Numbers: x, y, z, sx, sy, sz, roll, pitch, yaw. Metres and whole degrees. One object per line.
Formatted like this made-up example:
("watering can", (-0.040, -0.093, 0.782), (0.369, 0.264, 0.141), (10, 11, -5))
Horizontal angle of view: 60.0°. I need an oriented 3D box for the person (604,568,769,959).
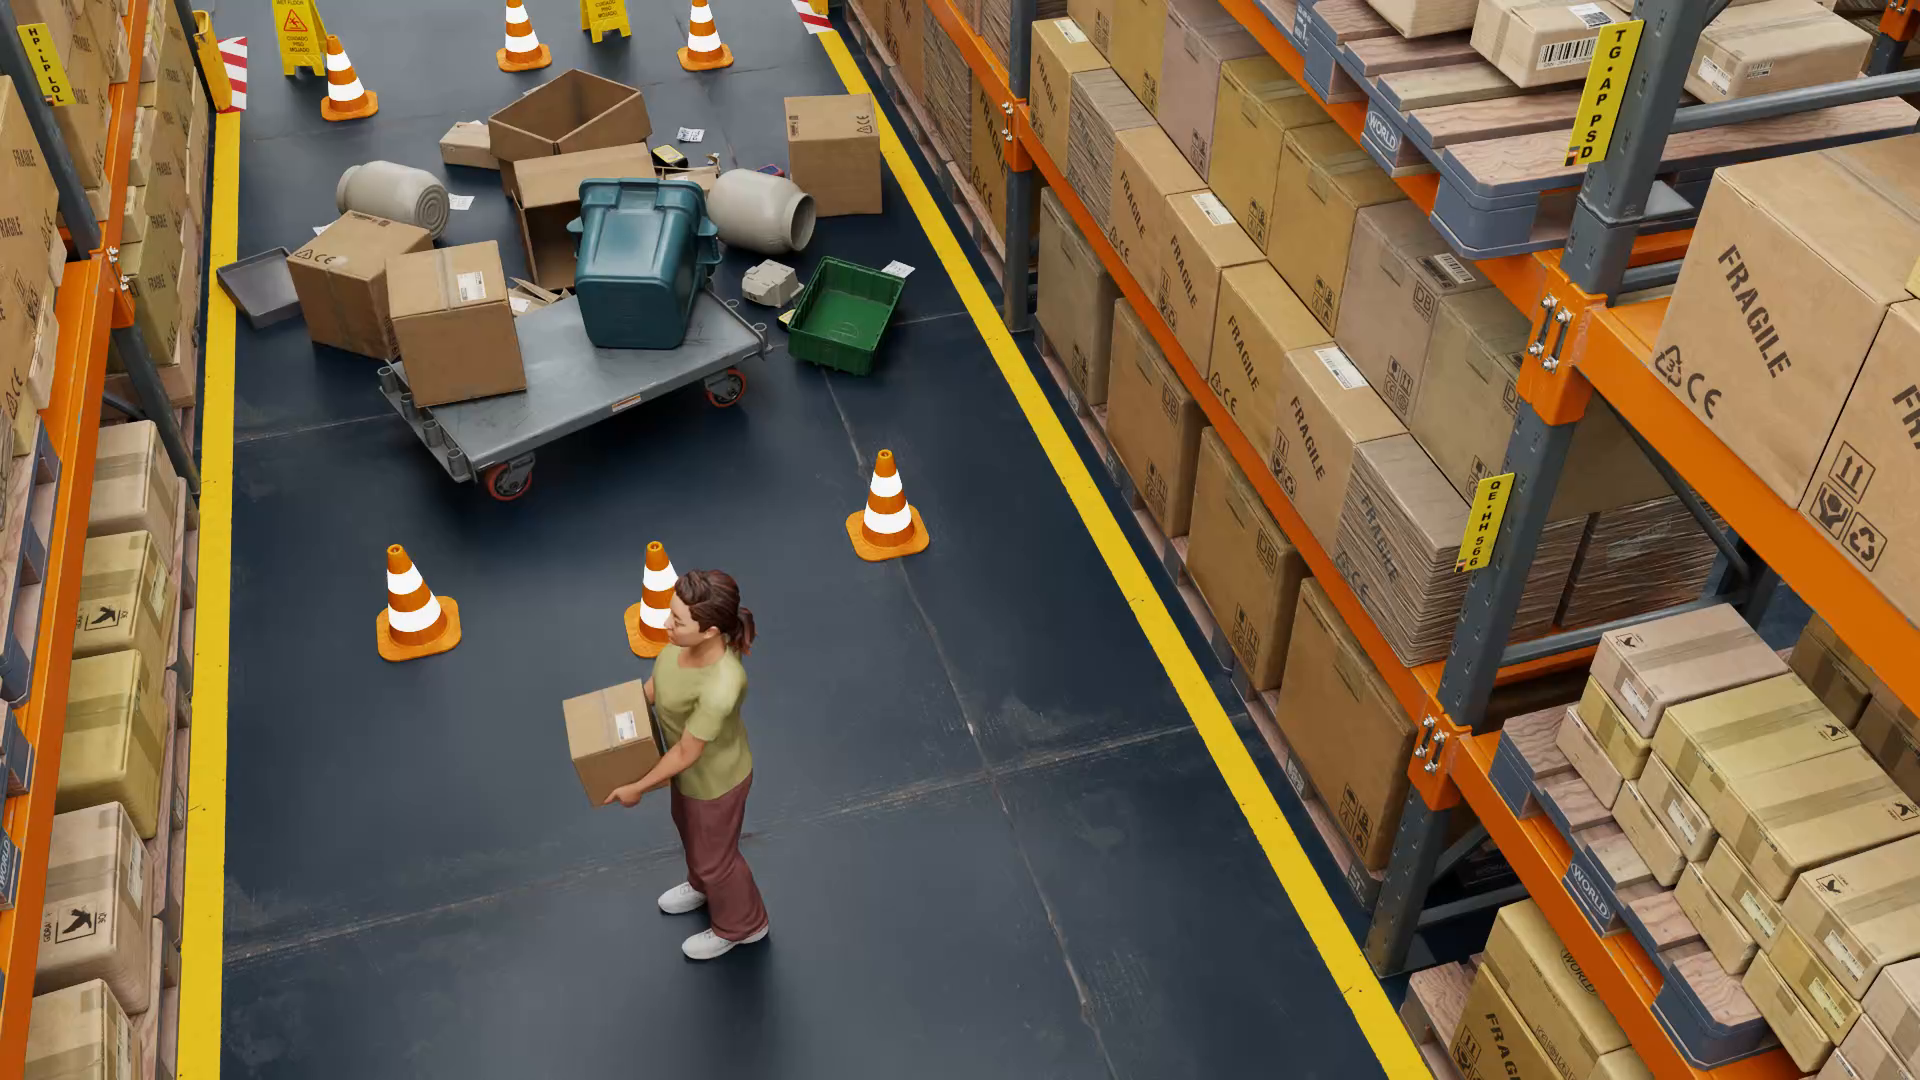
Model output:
("person", (-0.875, 0.738, 5.363), (0.553, 1.663, 0.425), (-11, 44, -12))
